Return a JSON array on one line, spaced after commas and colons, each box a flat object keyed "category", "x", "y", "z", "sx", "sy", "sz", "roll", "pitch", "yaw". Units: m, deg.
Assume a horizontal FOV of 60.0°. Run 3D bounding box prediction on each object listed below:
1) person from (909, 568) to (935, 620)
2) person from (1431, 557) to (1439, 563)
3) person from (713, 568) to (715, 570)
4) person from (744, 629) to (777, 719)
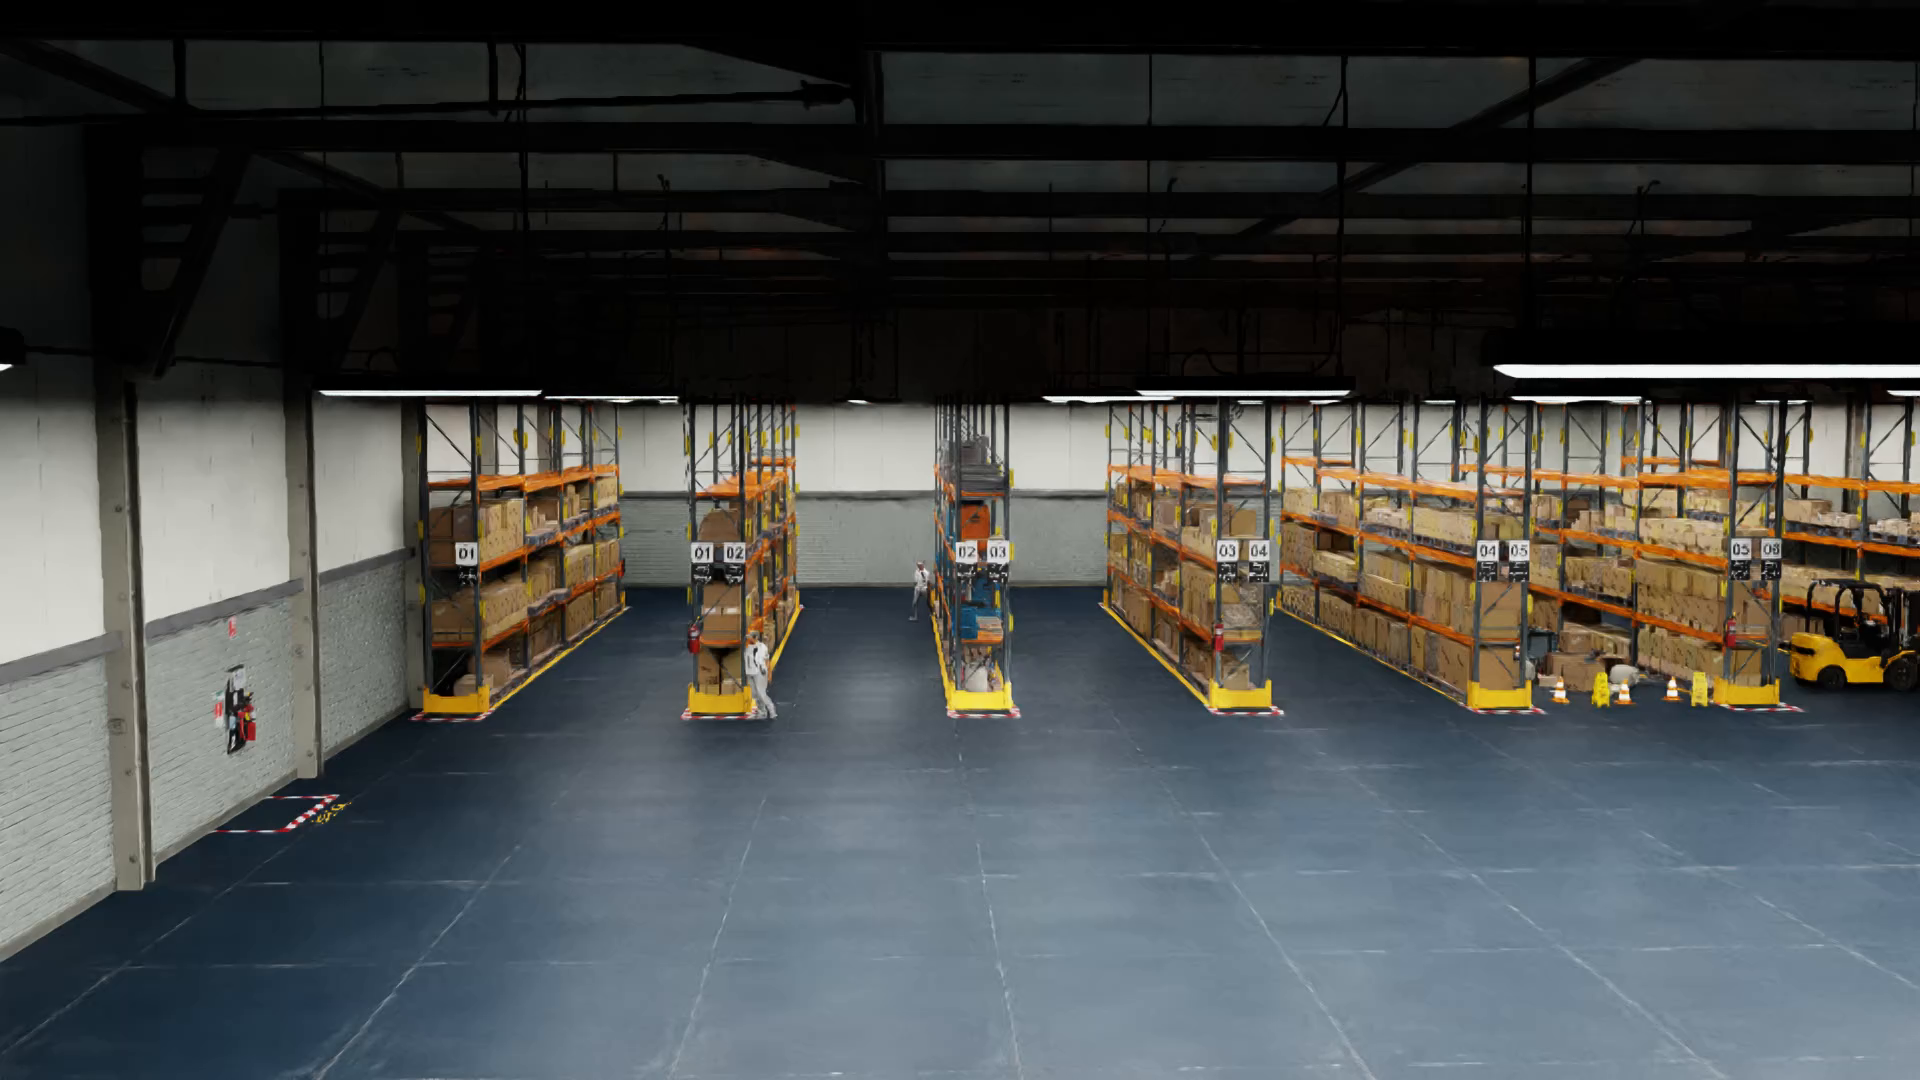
[{"category": "person", "x": -0.991, "y": 1.438, "z": 44.761, "sx": 0.483, "sy": 1.400, "sz": 0.945, "roll": 2, "pitch": 5, "yaw": 20}, {"category": "person", "x": 12.608, "y": 1.310, "z": 44.285, "sx": 0.587, "sy": 1.709, "sz": 0.647, "roll": 1, "pitch": 5, "yaw": 18}, {"category": "person", "x": -6.885, "y": 1.246, "z": 46.387, "sx": 0.566, "sy": 1.541, "sz": 0.519, "roll": 0, "pitch": 5, "yaw": -5}, {"category": "person", "x": -3.645, "y": 2.462, "z": 30.438, "sx": 0.620, "sy": 1.650, "sz": 0.483, "roll": 4, "pitch": 6, "yaw": 42}]
